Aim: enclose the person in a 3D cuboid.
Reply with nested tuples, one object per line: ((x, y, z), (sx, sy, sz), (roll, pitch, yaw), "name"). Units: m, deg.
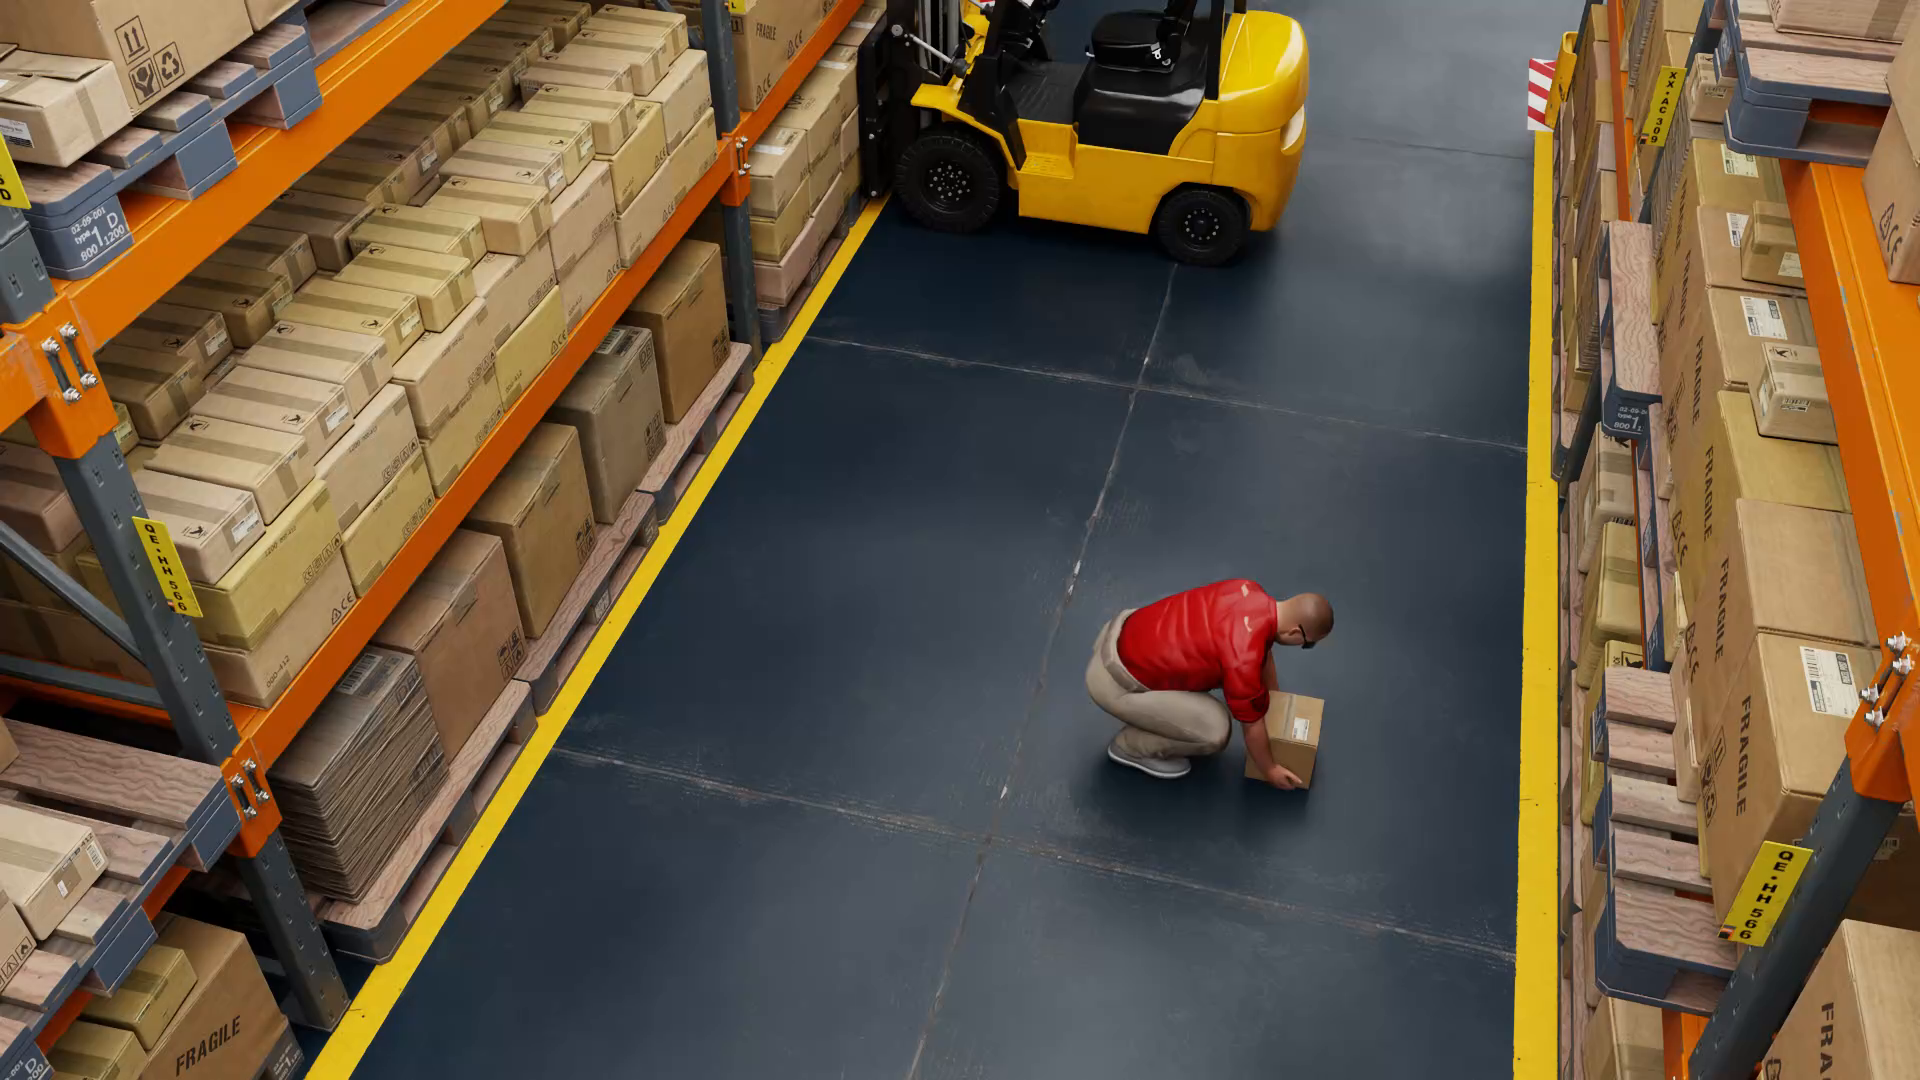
((0.925, 0.512, 6.311), (0.872, 0.855, 0.545), (10, 42, 11), "person")
